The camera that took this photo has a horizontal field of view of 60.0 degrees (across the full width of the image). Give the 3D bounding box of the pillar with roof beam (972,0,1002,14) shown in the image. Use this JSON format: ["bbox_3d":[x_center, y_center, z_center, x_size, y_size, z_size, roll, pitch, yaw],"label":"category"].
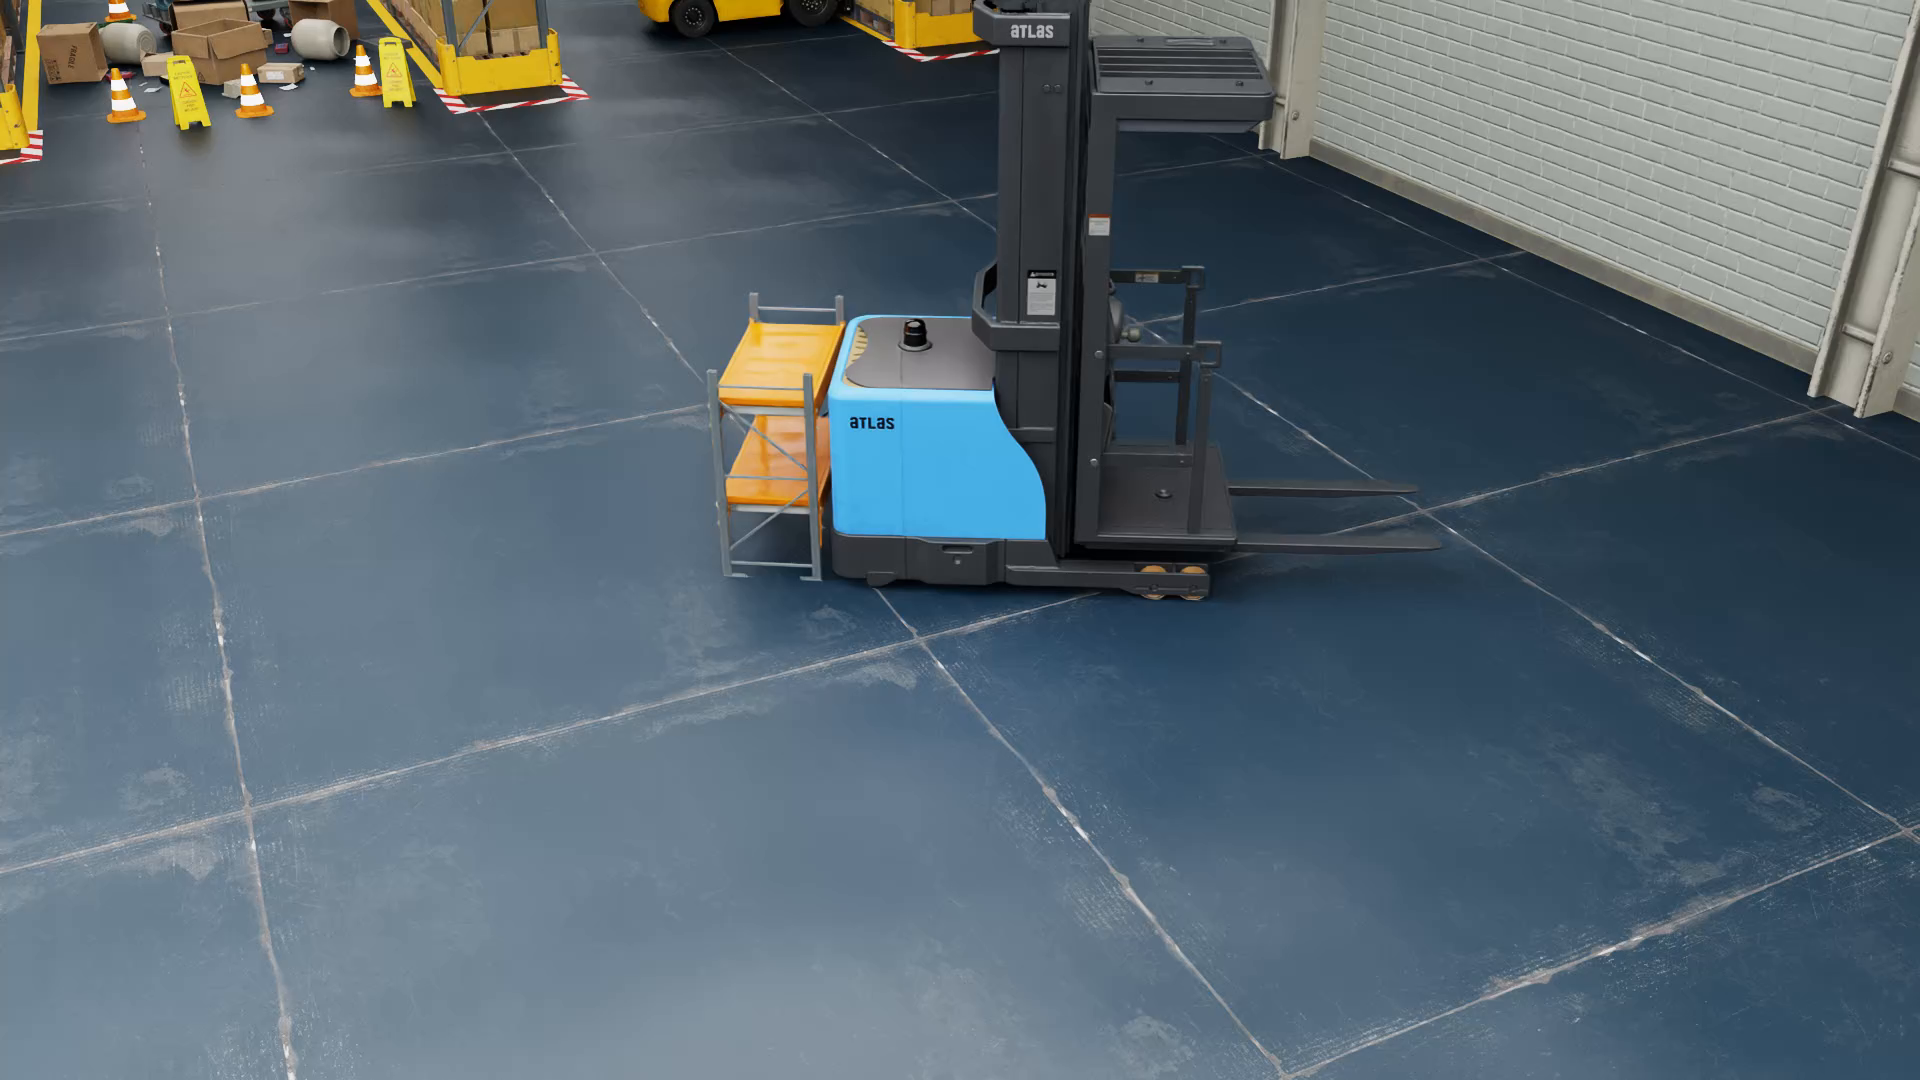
[{"bbox_3d":[-3.535,-9.178,15.916,9.100,9.000,0.400,-13,32,-22],"label":"pillar with roof beam"}]

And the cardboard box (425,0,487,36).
[{"bbox_3d":[-5.223,-5.534,17.168,0.500,0.500,0.500,-13,32,-22],"label":"cardboard box"}]

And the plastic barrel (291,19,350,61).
[{"bbox_3d":[-6.898,-5.395,17.938,0.512,0.421,0.421,7,30,13],"label":"plastic barrel"}]

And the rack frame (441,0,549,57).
[{"bbox_3d":[-4.644,-5.924,16.248,1.000,3.000,0.127,-13,32,-22],"label":"rack frame"}]

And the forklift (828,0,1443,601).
[{"bbox_3d":[0.895,-1.247,7.978,3.031,2.935,1.130,1,29,3],"label":"forklift"}]

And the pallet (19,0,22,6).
[{"bbox_3d":[-12.235,-6.794,20.650,1.003,0.211,1.213,-13,32,-22],"label":"pallet"}]

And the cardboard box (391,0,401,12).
[{"bbox_3d":[-6.351,-6.358,19.403,0.500,0.250,0.500,-15,32,-24],"label":"cardboard box"}]

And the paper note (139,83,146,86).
[{"bbox_3d":[-8.398,-4.690,17.103,0.032,0.001,0.123,2,29,4],"label":"paper note"}]

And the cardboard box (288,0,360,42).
[{"bbox_3d":[-7.130,-5.843,18.656,0.500,0.500,0.500,7,30,13],"label":"cardboard box"}]

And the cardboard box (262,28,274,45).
[{"bbox_3d":[-7.950,-5.688,18.622,0.396,0.266,0.258,13,32,21],"label":"cardboard box"}]

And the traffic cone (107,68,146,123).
[{"bbox_3d":[-8.016,-4.267,15.885,0.336,0.463,0.334,-13,32,-22],"label":"traffic cone"}]

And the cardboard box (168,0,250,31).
[{"bbox_3d":[-8.093,-5.550,17.995,0.797,0.637,0.503,-13,32,-22],"label":"cardboard box"}]

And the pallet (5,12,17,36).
[{"bbox_3d":[-11.187,-5.716,18.728,1.003,0.211,1.213,-13,32,-22],"label":"pallet"}]

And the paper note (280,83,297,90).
[{"bbox_3d":[-6.847,-4.629,16.974,0.142,0.019,0.148,26,38,38],"label":"paper note"}]

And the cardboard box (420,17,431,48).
[{"bbox_3d":[-5.449,-5.439,17.765,0.500,0.250,0.500,-13,32,-22],"label":"cardboard box"}]

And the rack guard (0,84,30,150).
[{"bbox_3d":[-9.061,-3.739,14.907,1.175,0.500,0.348,-13,32,-22],"label":"rack guard"}]

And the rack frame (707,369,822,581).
[{"bbox_3d":[-0.947,-0.301,8.137,0.500,1.125,0.032,2,29,4],"label":"rack frame"}]

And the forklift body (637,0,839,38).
[{"bbox_3d":[-2.624,-7.053,19.128,2.313,2.155,1.214,-13,32,-22],"label":"forklift body"}]

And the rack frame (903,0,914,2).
[{"bbox_3d":[-0.162,-6.968,18.110,1.000,3.000,0.127,-13,32,-22],"label":"rack frame"}]

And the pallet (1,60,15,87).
[{"bbox_3d":[-10.005,-4.499,16.557,1.003,0.211,1.213,-13,32,-22],"label":"pallet"}]

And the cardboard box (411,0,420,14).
[{"bbox_3d":[-5.661,-5.989,17.978,0.500,0.500,0.500,-14,32,-23],"label":"cardboard box"}]

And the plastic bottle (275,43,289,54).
[{"bbox_3d":[-7.501,-5.446,18.399,0.133,0.061,0.283,-8,30,-13],"label":"plastic bottle"}]

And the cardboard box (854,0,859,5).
[{"bbox_3d":[-1.061,-6.538,19.724,0.500,0.250,0.500,-13,32,-21],"label":"cardboard box"}]

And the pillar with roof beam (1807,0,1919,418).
[{"bbox_3d":[1.616,-3.877,6.463,9.100,9.000,0.400,-13,32,-22],"label":"pillar with roof beam"}]

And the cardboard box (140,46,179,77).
[{"bbox_3d":[-8.387,-5.042,17.470,0.396,0.266,0.258,-8,30,-13],"label":"cardboard box"}]

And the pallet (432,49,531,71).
[{"bbox_3d":[-4.993,-5.108,17.643,1.003,0.211,1.213,-13,32,-22],"label":"pallet"}]

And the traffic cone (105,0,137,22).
[{"bbox_3d":[-10.000,-6.410,19.708,0.336,0.463,0.334,-13,32,-22],"label":"traffic cone"}]

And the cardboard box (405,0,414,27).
[{"bbox_3d":[-5.882,-5.890,18.570,0.500,0.250,0.500,-14,32,-23],"label":"cardboard box"}]

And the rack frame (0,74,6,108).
[{"bbox_3d":[-9.071,-4.840,14.315,1.000,3.000,0.127,-13,32,-22],"label":"rack frame"}]

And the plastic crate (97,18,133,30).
[{"bbox_3d":[-9.530,-5.604,18.493,0.450,0.188,0.662,-7,28,9],"label":"plastic crate"}]

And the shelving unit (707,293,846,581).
[{"bbox_3d":[-0.903,-0.549,8.579,0.538,1.125,1.048,2,29,4],"label":"shelving unit"}]

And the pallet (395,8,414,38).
[{"bbox_3d":[-6.041,-6.186,19.565,1.003,0.211,1.213,-13,32,-22],"label":"pallet"}]

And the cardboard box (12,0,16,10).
[{"bbox_3d":[-11.547,-6.491,19.130,1.050,0.750,0.750,-13,32,-22],"label":"cardboard box"}]

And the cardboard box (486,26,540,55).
[{"bbox_3d":[-4.740,-5.323,17.557,0.500,0.250,0.500,-13,32,-22],"label":"cardboard box"}]

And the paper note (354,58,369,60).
[{"bbox_3d":[-6.489,-5.235,18.054,0.148,0.019,0.142,26,38,38],"label":"paper note"}]

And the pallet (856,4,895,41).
[{"bbox_3d":[-0.528,-6.081,19.378,1.003,0.211,1.213,-13,32,-22],"label":"pallet"}]

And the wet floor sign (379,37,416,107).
[{"bbox_3d":[-5.528,-4.589,16.274,0.267,0.644,0.232,-3,29,-5],"label":"wet floor sign"}]

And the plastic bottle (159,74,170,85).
[{"bbox_3d":[-8.177,-4.760,17.176,0.283,0.061,0.133,26,38,38],"label":"plastic bottle"}]

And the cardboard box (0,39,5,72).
[{"bbox_3d":[-10.191,-5.174,16.653,0.875,0.875,0.875,-13,32,-22],"label":"cardboard box"}]

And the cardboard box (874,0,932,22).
[{"bbox_3d":[-0.649,-6.093,18.931,0.500,0.250,0.500,-13,32,-22],"label":"cardboard box"}]

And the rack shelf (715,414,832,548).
[{"bbox_3d":[-0.903,-0.335,8.698,0.538,0.278,1.000,2,29,4],"label":"rack shelf"}]
